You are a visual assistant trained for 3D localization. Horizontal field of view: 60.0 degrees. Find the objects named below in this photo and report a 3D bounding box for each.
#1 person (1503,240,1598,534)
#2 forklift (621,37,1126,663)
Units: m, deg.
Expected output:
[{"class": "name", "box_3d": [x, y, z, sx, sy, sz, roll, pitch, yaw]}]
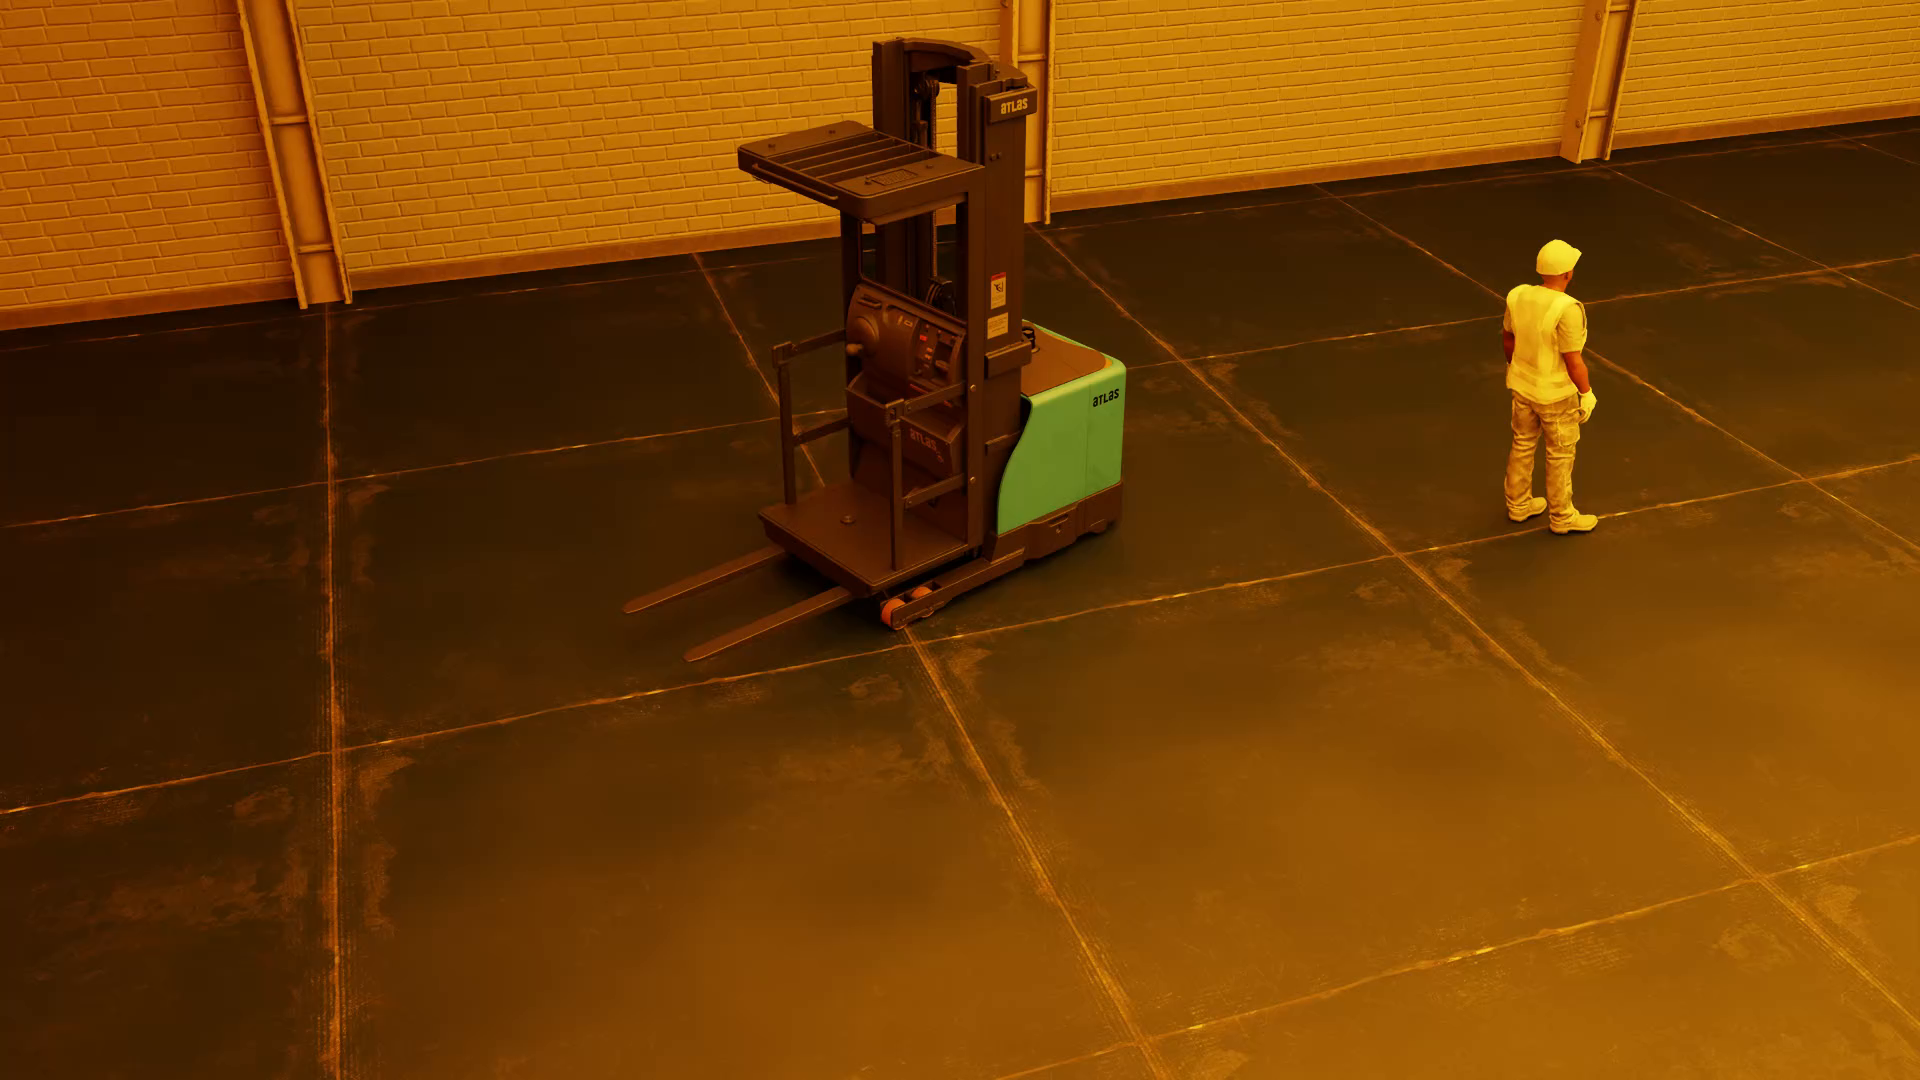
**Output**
[{"class": "person", "box_3d": [3.511, -0.920, 9.822, 0.575, 1.785, 0.656, -14, 33, -23]}, {"class": "forklift", "box_3d": [-0.461, -1.072, 8.951, 3.031, 2.935, 1.130, -23, 37, -34]}]
